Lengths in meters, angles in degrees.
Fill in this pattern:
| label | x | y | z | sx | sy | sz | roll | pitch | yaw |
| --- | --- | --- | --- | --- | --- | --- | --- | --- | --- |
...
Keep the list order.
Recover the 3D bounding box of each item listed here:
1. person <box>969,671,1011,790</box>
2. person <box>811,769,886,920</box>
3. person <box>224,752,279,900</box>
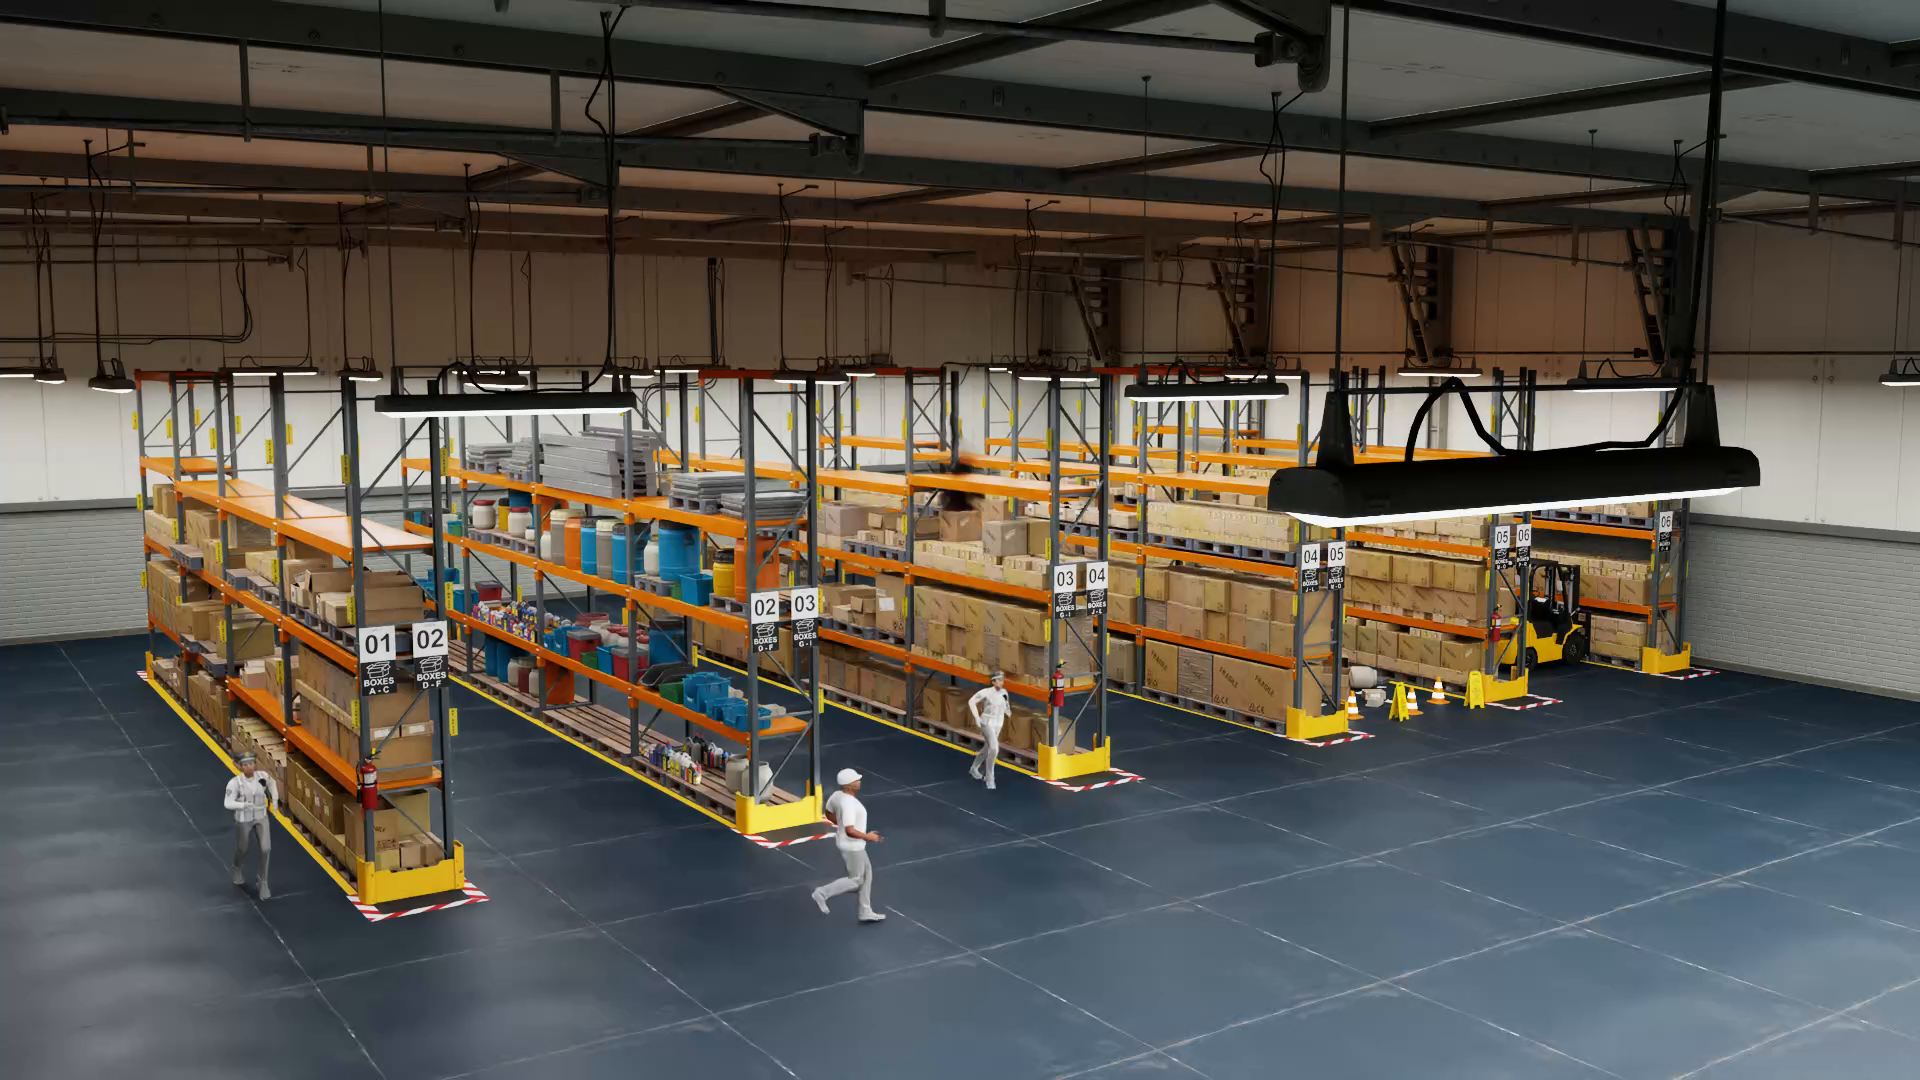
| label | x | y | z | sx | sy | sz | roll | pitch | yaw |
| --- | --- | --- | --- | --- | --- | --- | --- | --- | --- |
| person | 0.464 | 2.764 | 24.466 | 0.604 | 1.732 | 0.740 | -6 | 9 | -41 |
| person | -1.245 | 3.393 | 18.436 | 0.855 | 1.752 | 0.706 | -2 | 7 | -14 |
| person | -8.298 | 3.303 | 19.495 | 0.622 | 1.733 | 0.878 | -4 | 8 | -33 |
